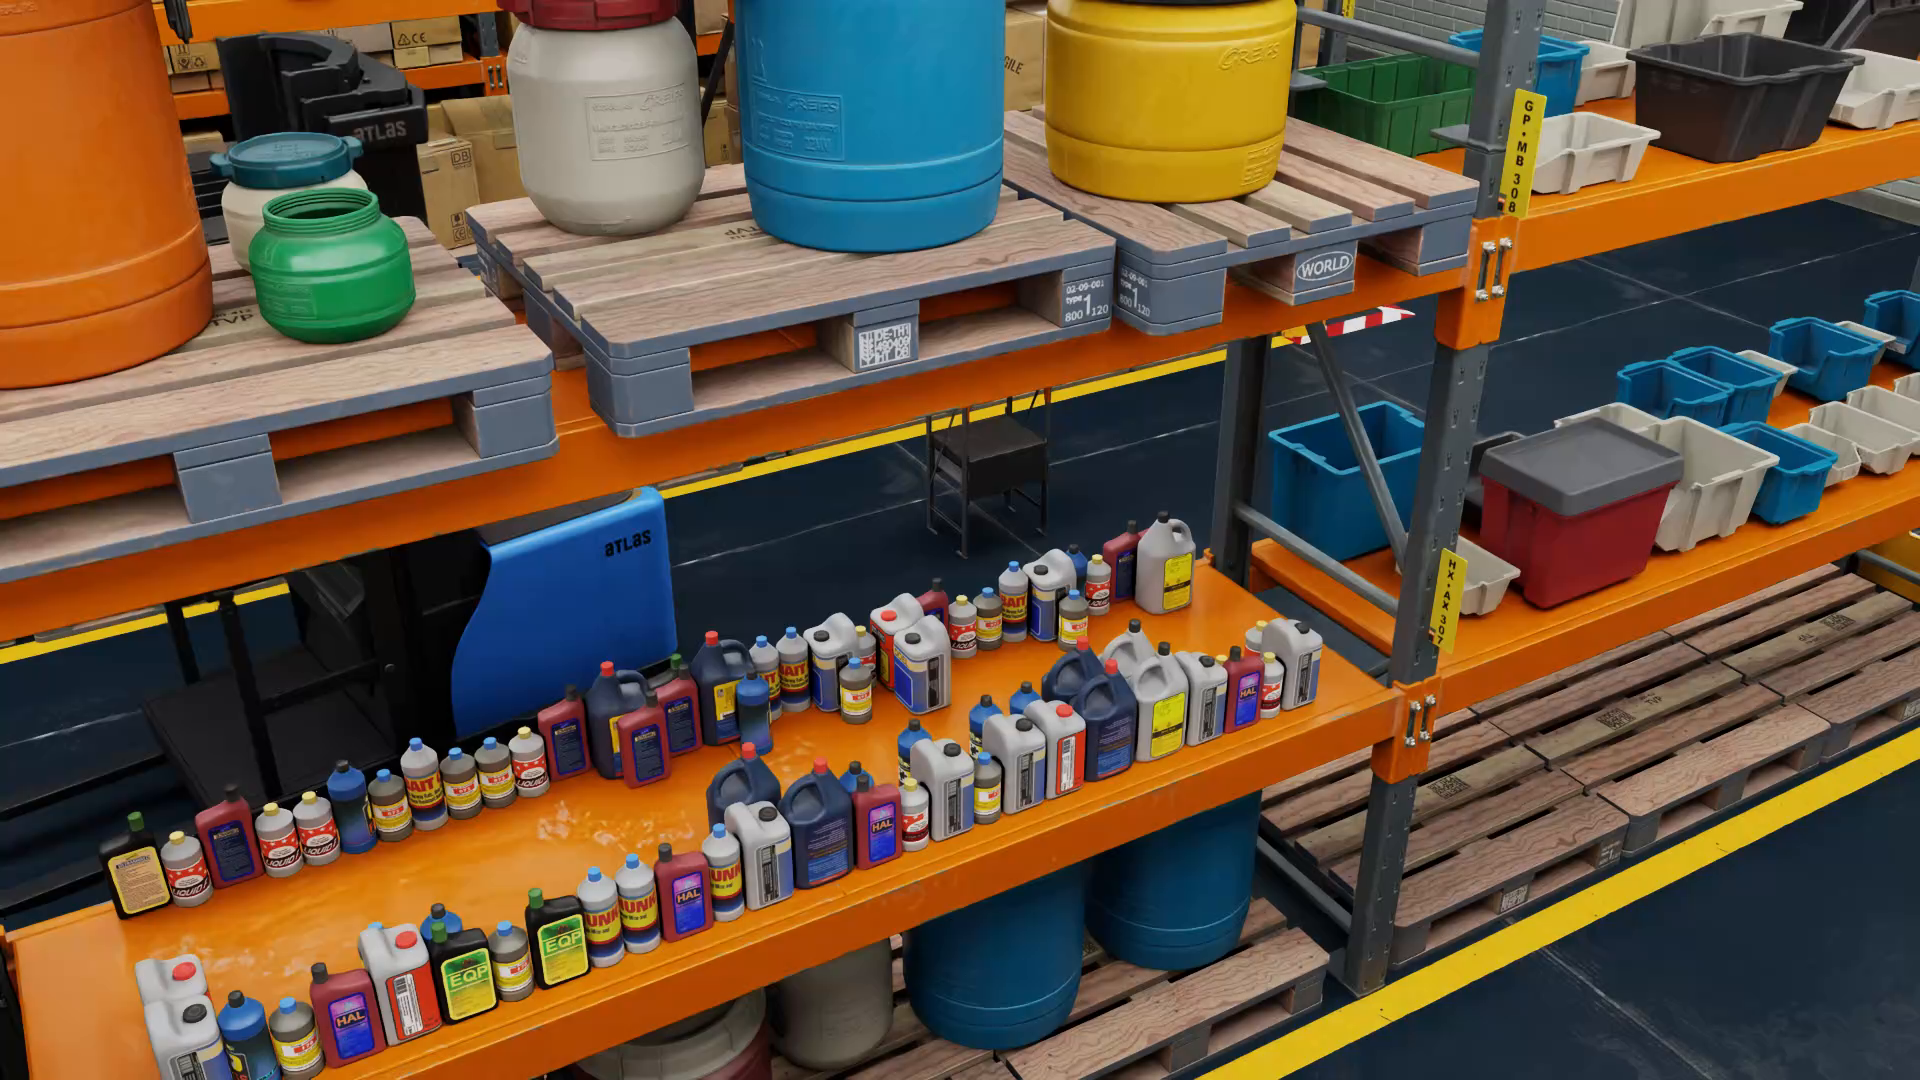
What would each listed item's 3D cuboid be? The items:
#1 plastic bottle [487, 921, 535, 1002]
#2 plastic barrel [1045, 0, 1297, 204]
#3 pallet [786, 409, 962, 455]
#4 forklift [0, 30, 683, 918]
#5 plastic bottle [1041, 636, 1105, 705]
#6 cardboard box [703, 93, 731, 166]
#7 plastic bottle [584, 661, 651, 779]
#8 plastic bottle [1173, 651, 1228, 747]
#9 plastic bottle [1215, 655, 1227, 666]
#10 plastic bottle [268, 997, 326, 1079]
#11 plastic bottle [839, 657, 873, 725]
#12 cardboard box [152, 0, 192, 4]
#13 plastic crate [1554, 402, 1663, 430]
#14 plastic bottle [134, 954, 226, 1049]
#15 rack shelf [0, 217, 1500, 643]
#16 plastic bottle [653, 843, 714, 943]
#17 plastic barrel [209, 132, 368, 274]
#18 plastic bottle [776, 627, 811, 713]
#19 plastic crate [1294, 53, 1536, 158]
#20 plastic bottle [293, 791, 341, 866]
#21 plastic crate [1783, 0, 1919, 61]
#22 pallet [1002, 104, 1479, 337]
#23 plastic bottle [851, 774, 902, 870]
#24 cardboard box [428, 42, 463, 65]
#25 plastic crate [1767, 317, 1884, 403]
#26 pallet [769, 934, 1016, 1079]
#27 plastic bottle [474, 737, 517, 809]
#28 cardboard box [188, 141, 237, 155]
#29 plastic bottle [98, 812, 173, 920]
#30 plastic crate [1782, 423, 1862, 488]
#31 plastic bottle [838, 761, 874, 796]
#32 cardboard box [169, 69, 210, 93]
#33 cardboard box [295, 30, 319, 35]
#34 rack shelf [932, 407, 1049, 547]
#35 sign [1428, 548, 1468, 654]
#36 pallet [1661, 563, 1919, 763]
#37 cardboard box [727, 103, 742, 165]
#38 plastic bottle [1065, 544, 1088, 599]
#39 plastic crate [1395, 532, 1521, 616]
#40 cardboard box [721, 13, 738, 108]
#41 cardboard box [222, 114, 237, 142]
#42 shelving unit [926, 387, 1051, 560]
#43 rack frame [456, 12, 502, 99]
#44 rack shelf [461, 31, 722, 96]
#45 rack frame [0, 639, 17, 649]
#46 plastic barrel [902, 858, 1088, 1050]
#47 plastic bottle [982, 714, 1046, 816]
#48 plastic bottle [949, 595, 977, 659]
[{"bbox_3d":[-1.089,1.009,4.023,0.097,0.201,0.097,0,29,0],"label":"plastic bottle"},{"bbox_3d":[0.511,-1.194,4.076,0.600,0.588,0.600,0,29,0],"label":"plastic barrel"},{"bbox_3d":[-0.718,-0.934,10.224,1.213,0.211,1.003,-16,33,-26],"label":"pallet"},{"bbox_3d":[-2.683,-0.270,6.206,3.031,2.935,1.130,-21,35,-33],"label":"forklift"},{"bbox_3d":[0.336,0.445,4.890,0.185,0.351,0.144,-16,33,-26],"label":"plastic bottle"},{"bbox_3d":[-2.249,-3.526,14.187,0.500,0.500,0.700,-15,32,-25],"label":"cardboard box"},{"bbox_3d":[-0.977,0.500,4.791,0.185,0.351,0.144,-16,33,-26],"label":"plastic bottle"},{"bbox_3d":[0.704,0.452,4.955,0.135,0.276,0.152,-16,33,-26],"label":"plastic bottle"},{"bbox_3d":[0.787,0.442,5.049,0.097,0.201,0.097,0,29,0],"label":"plastic bottle"},{"bbox_3d":[-1.519,1.131,3.801,0.097,0.201,0.097,0,29,0],"label":"plastic bottle"},{"bbox_3d":[-0.316,0.450,5.036,0.097,0.201,0.097,0,29,0],"label":"plastic bottle"},{"bbox_3d":[-3.513,-2.738,7.399,0.500,0.500,0.910,-16,33,-26],"label":"cardboard box"},{"bbox_3d":[2.544,-0.385,6.554,0.466,0.136,0.293,-16,33,-26],"label":"plastic crate"},{"bbox_3d":[-1.794,1.076,3.824,0.135,0.276,0.152,-16,33,-26],"label":"plastic bottle"},{"bbox_3d":[-0.529,-0.432,4.068,4.000,0.370,1.077,-16,33,-26],"label":"rack shelf"},{"bbox_3d":[-0.697,0.872,4.186,0.133,0.283,0.061,-16,33,-26],"label":"plastic bottle"},{"bbox_3d":[-1.403,-0.704,3.525,0.301,0.262,0.301,0,29,0],"label":"plastic barrel"},{"bbox_3d":[-0.509,0.389,5.075,0.097,0.271,0.097,0,29,0],"label":"plastic bottle"},{"bbox_3d":[1.407,-1.373,5.248,0.662,0.188,0.450,-16,33,-26],"label":"plastic crate"},{"bbox_3d":[-1.729,0.766,4.464,0.097,0.201,0.097,0,29,0],"label":"plastic bottle"},{"bbox_3d":[3.187,-1.929,6.100,0.767,0.338,0.504,-16,33,-26],"label":"plastic crate"},{"bbox_3d":[0.569,-0.921,4.405,1.003,0.211,1.213,-16,33,-26],"label":"pallet"},{"bbox_3d":[-0.223,0.738,4.430,0.133,0.283,0.061,-16,33,-26],"label":"plastic bottle"},{"bbox_3d":[-3.972,-3.748,12.676,0.250,0.149,0.380,-16,32,-26],"label":"cardboard box"},{"bbox_3d":[3.697,-0.770,7.153,0.300,0.233,0.416,-16,33,-26],"label":"plastic crate"},{"bbox_3d":[-0.544,1.770,5.324,1.213,0.211,1.003,-16,33,-26],"label":"pallet"},{"bbox_3d":[-1.310,0.646,4.680,0.097,0.201,0.097,0,29,0],"label":"plastic bottle"},{"bbox_3d":[-3.389,-1.581,7.972,0.500,0.500,0.700,-10,30,-17],"label":"cardboard box"},{"bbox_3d":[-2.121,0.831,4.261,0.133,0.283,0.061,-16,33,-26],"label":"plastic bottle"},{"bbox_3d":[3.302,-0.314,6.426,0.250,0.136,0.298,-16,33,-26],"label":"plastic crate"},{"bbox_3d":[-0.278,0.714,4.484,0.097,0.271,0.097,0,29,0],"label":"plastic bottle"},{"bbox_3d":[-5.554,-3.334,11.925,0.250,0.149,0.380,-16,33,-26],"label":"cardboard box"},{"bbox_3d":[-4.966,-3.766,12.038,0.500,0.500,0.500,-16,33,-26],"label":"cardboard box"},{"bbox_3d":[0.143,-0.335,8.661,0.480,0.518,0.431,-16,33,-26],"label":"rack shelf"},{"bbox_3d":[1.472,0.186,5.023,0.005,0.325,0.100,-16,33,-26],"label":"sign"},{"bbox_3d":[3.913,0.505,7.617,1.213,0.211,1.003,-16,33,-26],"label":"pallet"},{"bbox_3d":[-1.010,-2.260,9.638,0.500,0.500,0.500,-15,32,-26],"label":"cardboard box"},{"bbox_3d":[0.374,0.138,5.529,0.097,0.271,0.097,0,29,0],"label":"plastic bottle"},{"bbox_3d":[1.669,0.112,5.653,0.243,0.136,0.396,-16,33,-26],"label":"plastic crate"},{"bbox_3d":[-1.006,-2.700,9.400,0.500,0.500,0.500,-16,33,-26],"label":"cardboard box"},{"bbox_3d":[-5.083,-2.860,12.619,0.750,0.750,0.750,-15,32,-25],"label":"cardboard box"},{"bbox_3d":[0.143,-0.960,8.316,0.503,2.100,0.431,-16,33,-26],"label":"shelving unit"},{"bbox_3d":[-3.824,-4.050,12.984,0.127,3.000,1.000,-16,33,-26],"label":"rack frame"},{"bbox_3d":[-2.099,-4.224,14.045,4.000,0.370,1.077,-16,33,-26],"label":"rack shelf"},{"bbox_3d":[-4.760,-1.008,7.472,0.127,3.000,1.000,-16,33,-26],"label":"rack frame"},{"bbox_3d":[0.107,1.111,5.369,0.708,0.901,0.600,-16,33,-26],"label":"plastic barrel"},{"bbox_3d":[0.153,0.608,4.671,0.135,0.276,0.152,-16,33,-26],"label":"plastic bottle"},{"bbox_3d":[0.006,0.273,5.356,0.097,0.201,0.097,0,29,0],"label":"plastic bottle"}]
